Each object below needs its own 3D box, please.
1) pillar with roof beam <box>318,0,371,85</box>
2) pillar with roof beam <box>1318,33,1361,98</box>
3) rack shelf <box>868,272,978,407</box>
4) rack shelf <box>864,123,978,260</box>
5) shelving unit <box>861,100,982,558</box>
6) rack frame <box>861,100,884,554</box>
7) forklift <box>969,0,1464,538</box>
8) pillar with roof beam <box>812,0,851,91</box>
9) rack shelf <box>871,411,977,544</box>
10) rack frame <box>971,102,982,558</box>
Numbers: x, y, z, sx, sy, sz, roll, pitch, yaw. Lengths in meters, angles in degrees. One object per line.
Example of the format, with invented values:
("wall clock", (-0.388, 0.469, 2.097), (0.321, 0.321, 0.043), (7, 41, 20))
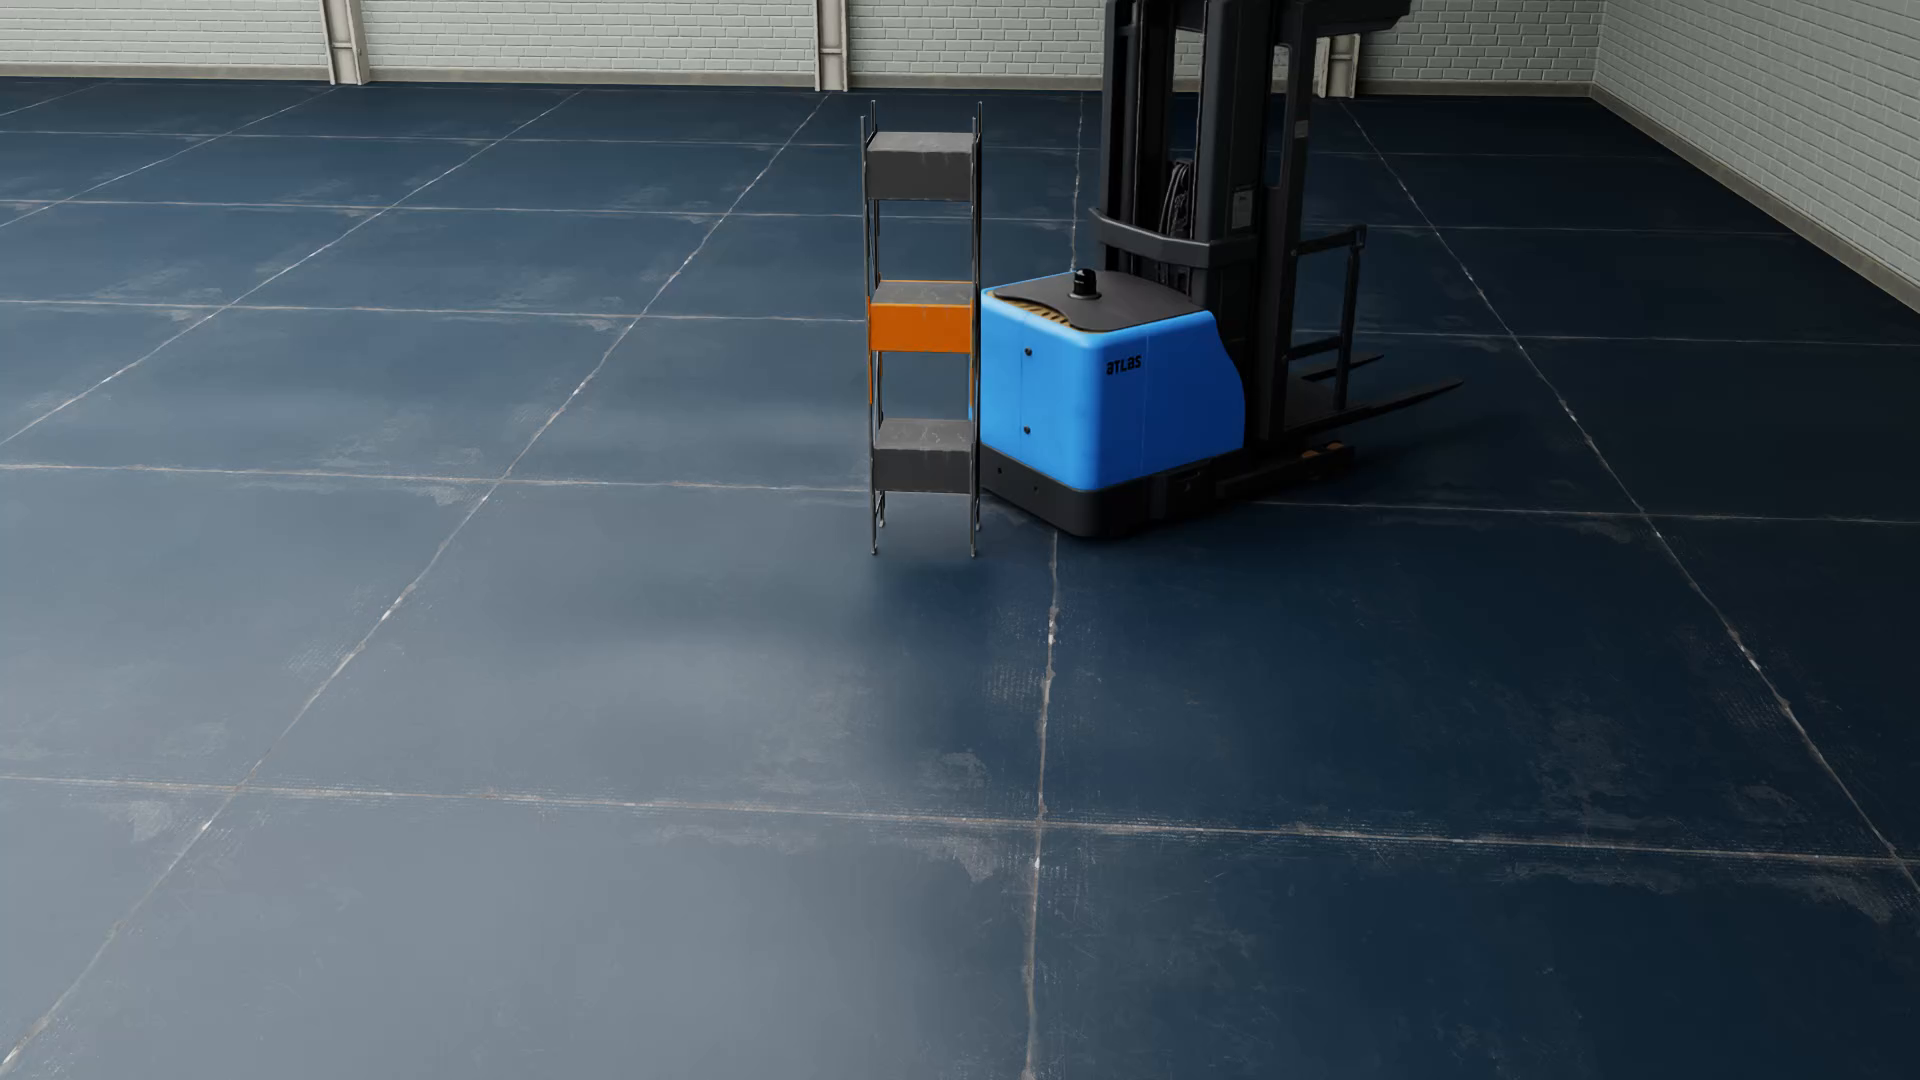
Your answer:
("pillar with roof beam", (-7.843, -7.942, 14.744), (0.400, 9.000, 9.100), (2, 25, 4))
("pillar with roof beam", (4.122, -7.558, 13.909), (0.400, 9.000, 9.100), (2, 25, 4))
("rack shelf", (-0.165, -0.947, 7.828), (0.480, 0.518, 0.431), (2, 25, 4))
("rack shelf", (-0.165, -1.583, 7.536), (0.480, 0.518, 0.431), (2, 25, 4))
("shelving unit", (-0.165, -0.959, 7.823), (0.503, 2.100, 0.431), (2, 25, 4))
("rack frame", (-0.408, -0.967, 7.840), (0.015, 2.100, 0.400), (2, 25, 4))
("forklift", (1.528, -1.807, 8.672), (3.031, 2.935, 1.130), (-16, 29, -32))
("pillar with roof beam", (-1.861, -7.750, 14.327), (0.400, 9.000, 9.100), (2, 25, 4))
("rack shelf", (-0.165, -0.311, 8.121), (0.480, 0.518, 0.431), (2, 25, 4))
("rack frame", (0.078, -0.951, 7.806), (0.015, 2.100, 0.400), (2, 25, 4))
